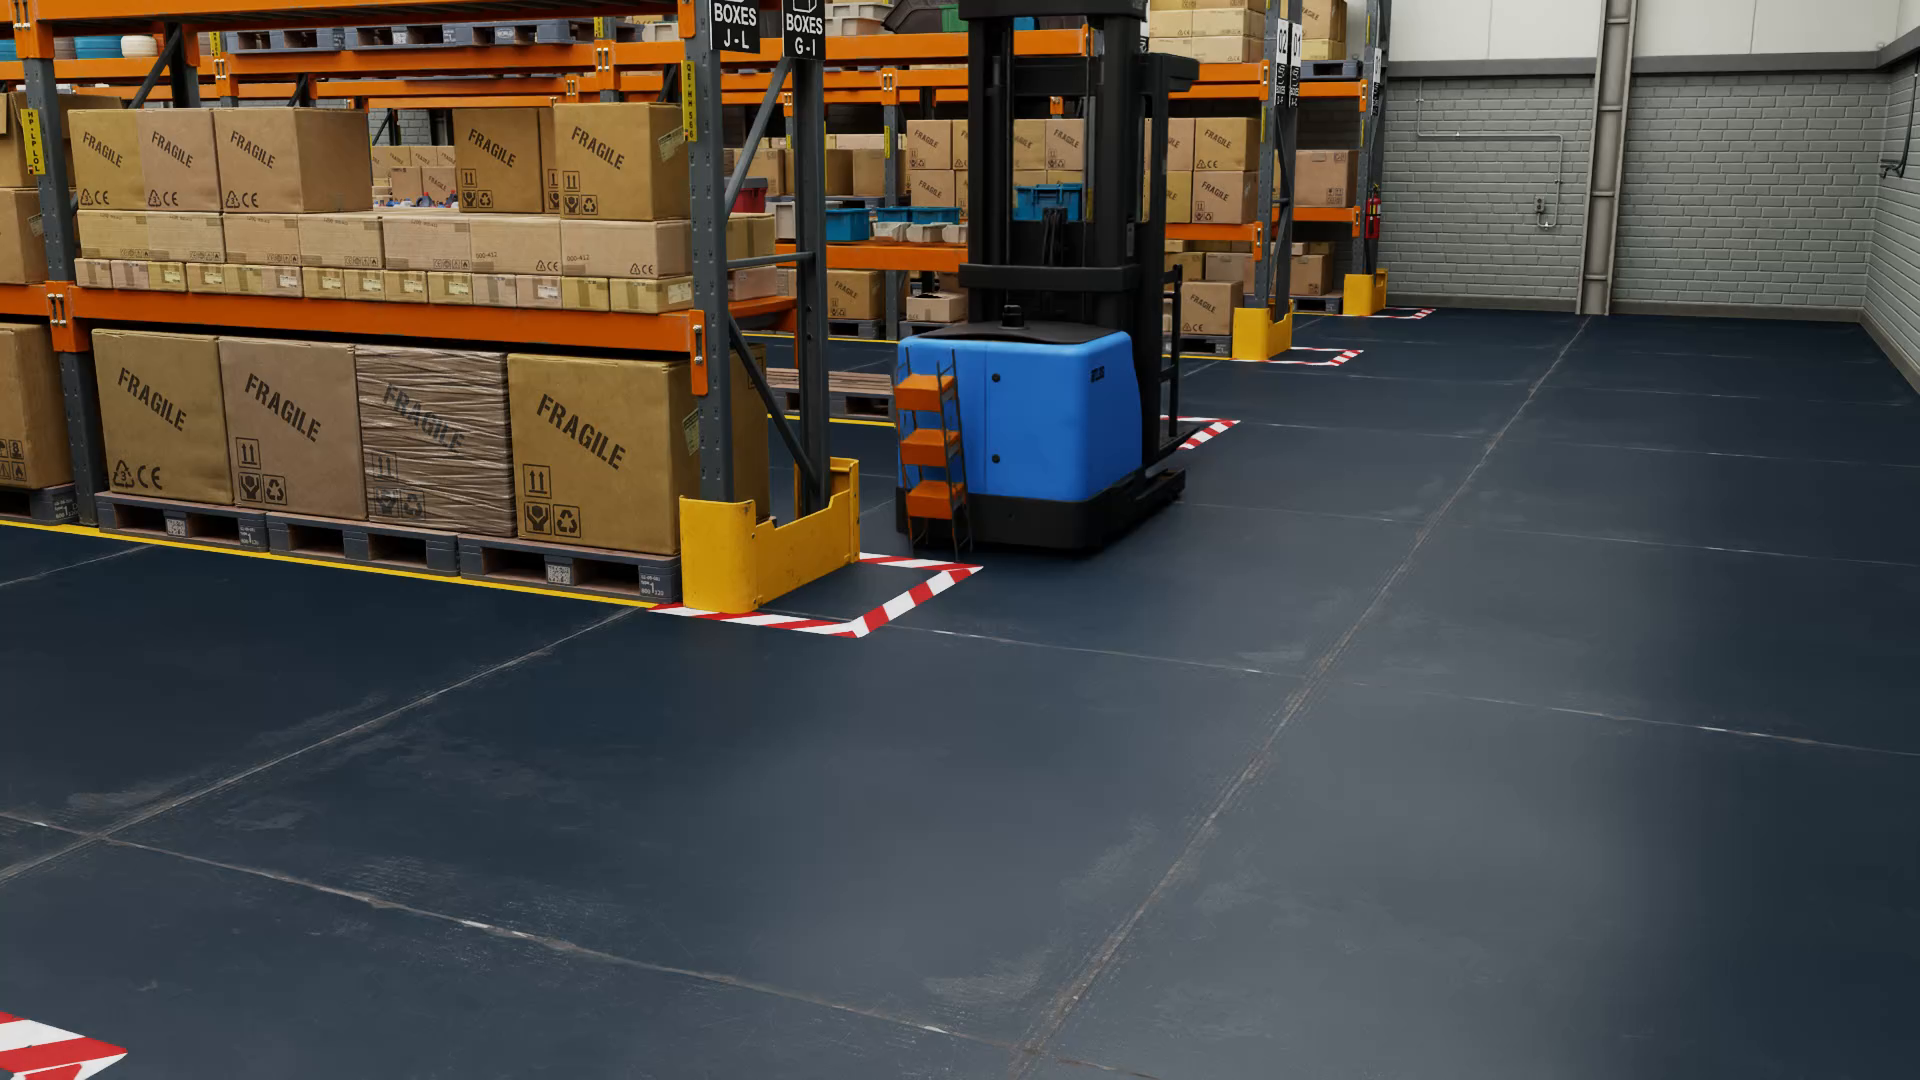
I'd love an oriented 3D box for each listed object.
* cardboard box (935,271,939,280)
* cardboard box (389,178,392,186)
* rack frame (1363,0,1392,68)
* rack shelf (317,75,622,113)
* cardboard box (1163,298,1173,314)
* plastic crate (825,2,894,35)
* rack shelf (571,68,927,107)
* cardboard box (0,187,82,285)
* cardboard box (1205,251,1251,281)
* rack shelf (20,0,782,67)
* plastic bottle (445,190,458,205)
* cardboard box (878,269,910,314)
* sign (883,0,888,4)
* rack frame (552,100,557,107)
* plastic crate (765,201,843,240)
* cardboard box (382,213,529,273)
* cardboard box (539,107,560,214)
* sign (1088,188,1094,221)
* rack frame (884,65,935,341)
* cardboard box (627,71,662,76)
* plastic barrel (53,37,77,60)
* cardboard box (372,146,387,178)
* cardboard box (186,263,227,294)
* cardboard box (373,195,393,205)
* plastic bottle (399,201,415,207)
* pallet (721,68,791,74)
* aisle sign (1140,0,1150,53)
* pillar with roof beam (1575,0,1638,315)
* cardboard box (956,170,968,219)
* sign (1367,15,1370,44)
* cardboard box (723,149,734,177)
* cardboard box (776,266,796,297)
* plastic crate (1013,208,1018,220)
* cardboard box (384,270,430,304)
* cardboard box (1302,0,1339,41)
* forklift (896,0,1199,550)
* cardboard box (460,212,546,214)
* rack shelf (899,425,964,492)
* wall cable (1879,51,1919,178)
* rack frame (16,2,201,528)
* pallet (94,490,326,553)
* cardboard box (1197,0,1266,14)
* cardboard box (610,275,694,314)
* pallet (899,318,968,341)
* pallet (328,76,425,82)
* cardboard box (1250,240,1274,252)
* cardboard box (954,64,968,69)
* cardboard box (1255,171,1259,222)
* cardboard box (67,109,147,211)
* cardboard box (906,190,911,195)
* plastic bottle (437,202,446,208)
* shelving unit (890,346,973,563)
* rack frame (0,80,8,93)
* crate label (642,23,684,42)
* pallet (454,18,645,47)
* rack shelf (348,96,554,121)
[{"bbox_3d":[0.004,-4.013,23.078,0.750,0.750,0.750,6,15,25],"label":"cardboard box"},{"bbox_3d":[-8.709,-5.631,26.472,0.500,0.250,0.500,5,14,21],"label":"cardboard box"},{"bbox_3d":[5.122,-7.291,20.130,0.127,3.000,1.000,6,14,23],"label":"rack frame"},{"bbox_3d":[-6.024,-5.371,20.087,4.000,0.370,1.077,6,14,23],"label":"rack shelf"},{"bbox_3d":[2.279,-2.367,17.332,0.500,0.250,0.500,6,14,23],"label":"cardboard box"},{"bbox_3d":[-0.792,-3.974,12.816,0.530,0.282,0.437,6,14,23],"label":"plastic crate"},{"bbox_3d":[-2.367,-5.001,18.510,4.000,0.370,1.077,6,14,23],"label":"rack shelf"},{"bbox_3d":[-5.093,-1.672,9.095,0.500,0.500,0.500,6,14,23],"label":"cardboard box"},{"bbox_3d":[3.523,-3.495,21.635,0.500,0.500,0.700,5,14,21],"label":"cardboard box"},{"bbox_3d":[-2.726,-2.562,8.116,4.000,0.370,1.077,6,14,23],"label":"rack shelf"},{"bbox_3d":[-4.489,-2.940,14.827,0.185,0.351,0.144,6,14,23],"label":"plastic bottle"},{"bbox_3d":[-0.882,-2.799,18.624,0.500,0.500,0.500,5,14,21],"label":"cardboard box"},{"bbox_3d":[-0.760,-5.493,17.039,0.005,0.325,0.100,6,14,23],"label":"sign"},{"bbox_3d":[-5.850,-5.481,25.547,0.127,3.000,1.000,6,14,23],"label":"rack frame"},{"bbox_3d":[-1.227,-2.463,12.814,0.530,0.282,0.437,6,14,23],"label":"plastic crate"},{"bbox_3d":[-2.377,-1.422,7.927,0.500,0.250,0.500,5,14,21],"label":"cardboard box"},{"bbox_3d":[-1.684,-1.851,8.112,0.500,0.500,0.500,5,14,22],"label":"cardboard box"},{"bbox_3d":[0.901,-2.264,11.482,0.005,0.325,0.100,6,14,23],"label":"sign"},{"bbox_3d":[-0.539,-3.706,17.982,0.127,3.000,1.000,6,14,23],"label":"rack frame"},{"bbox_3d":[-3.317,-5.504,18.862,0.500,0.500,0.910,6,14,23],"label":"cardboard box"},{"bbox_3d":[-8.712,-5.054,16.063,0.600,0.901,0.600,0,13,0],"label":"plastic barrel"},{"bbox_3d":[-9.192,-6.046,26.598,0.500,0.500,0.500,6,14,23],"label":"cardboard box"},{"bbox_3d":[-3.696,-1.345,8.472,0.250,0.149,0.380,5,14,22],"label":"cardboard box"},{"bbox_3d":[-7.126,-4.199,20.633,0.250,0.149,0.380,6,14,23],"label":"cardboard box"},{"bbox_3d":[-4.673,-2.745,14.160,0.135,0.276,0.152,6,14,23],"label":"plastic bottle"},{"bbox_3d":[-2.056,-5.245,18.386,1.003,0.211,1.213,6,14,23],"label":"pallet"},{"bbox_3d":[1.295,-3.622,11.936,0.004,0.787,0.394,6,14,23],"label":"aisle sign"},{"bbox_3d":[6.197,-6.323,16.003,0.400,9.000,9.100,6,14,23],"label":"pillar with roof beam"},{"bbox_3d":[0.286,-3.604,17.328,0.500,0.500,0.500,6,15,24],"label":"cardboard box"},{"bbox_3d":[4.889,-6.111,19.903,0.005,0.325,0.100,6,14,23],"label":"sign"},{"bbox_3d":[-2.815,-4.170,18.821,0.500,0.500,0.700,9,16,34],"label":"cardboard box"},{"bbox_3d":[-2.013,-2.783,18.557,0.500,0.500,0.500,6,14,24],"label":"cardboard box"},{"bbox_3d":[0.415,-2.402,12.659,0.300,0.233,0.416,6,14,23],"label":"plastic crate"},{"bbox_3d":[-2.528,-1.227,7.967,0.250,0.149,0.380,6,14,23],"label":"cardboard box"},{"bbox_3d":[4.342,-6.387,20.390,0.500,0.500,0.500,6,14,23],"label":"cardboard box"},{"bbox_3d":[0.693,-1.669,9.452,1.130,2.935,3.031,5,14,22],"label":"forklift"},{"bbox_3d":[-2.163,-1.533,8.401,0.500,0.250,0.500,5,14,21],"label":"cardboard box"},{"bbox_3d":[-0.133,-0.403,8.158,0.240,0.259,0.215,5,27,23],"label":"rack shelf"},{"bbox_3d":[10.148,-5.182,17.936,0.112,2.526,3.097,6,14,23],"label":"wall cable"},{"bbox_3d":[-4.554,-1.637,9.165,0.127,3.000,1.000,6,14,23],"label":"rack frame"},{"bbox_3d":[-3.891,-0.193,9.114,1.213,0.211,1.003,6,14,23],"label":"pallet"},{"bbox_3d":[2.642,-5.376,16.124,0.500,0.500,0.700,6,14,23],"label":"cardboard box"},{"bbox_3d":[-1.356,-1.109,7.464,0.250,0.149,0.380,6,15,24],"label":"cardboard box"},{"bbox_3d":[0.089,-2.284,18.028,1.213,0.211,1.003,6,14,23],"label":"pallet"},{"bbox_3d":[-7.041,-5.734,20.479,1.217,0.209,0.805,5,14,21],"label":"pallet"},{"bbox_3d":[3.944,-3.818,21.592,0.250,0.149,0.380,6,14,24],"label":"cardboard box"},{"bbox_3d":[0.261,-4.949,17.043,0.500,0.250,0.500,6,14,23],"label":"cardboard box"},{"bbox_3d":[2.820,-3.480,16.802,0.500,0.500,0.500,6,15,24],"label":"cardboard box"},{"bbox_3d":[-4.220,-1.976,8.646,0.500,0.500,0.500,6,14,23],"label":"cardboard box"},{"bbox_3d":[-0.579,-4.780,23.065,0.250,0.149,0.380,6,14,24],"label":"cardboard box"},{"bbox_3d":[-4.384,-2.722,14.072,0.097,0.271,0.097,0,13,0],"label":"plastic bottle"},{"bbox_3d":[-0.134,-0.412,8.153,0.252,1.050,0.215,5,27,23],"label":"shelving unit"},{"bbox_3d":[-9.863,-3.412,16.729,0.127,3.000,1.000,6,14,23],"label":"rack frame"},{"bbox_3d":[-2.218,-3.898,12.811,0.466,0.136,0.293,6,14,23],"label":"crate label"},{"bbox_3d":[-3.305,-4.092,13.475,1.003,0.211,1.213,6,14,23],"label":"pallet"},{"bbox_3d":[-7.679,-6.776,26.075,4.000,0.370,1.077,6,14,23],"label":"rack shelf"}]
